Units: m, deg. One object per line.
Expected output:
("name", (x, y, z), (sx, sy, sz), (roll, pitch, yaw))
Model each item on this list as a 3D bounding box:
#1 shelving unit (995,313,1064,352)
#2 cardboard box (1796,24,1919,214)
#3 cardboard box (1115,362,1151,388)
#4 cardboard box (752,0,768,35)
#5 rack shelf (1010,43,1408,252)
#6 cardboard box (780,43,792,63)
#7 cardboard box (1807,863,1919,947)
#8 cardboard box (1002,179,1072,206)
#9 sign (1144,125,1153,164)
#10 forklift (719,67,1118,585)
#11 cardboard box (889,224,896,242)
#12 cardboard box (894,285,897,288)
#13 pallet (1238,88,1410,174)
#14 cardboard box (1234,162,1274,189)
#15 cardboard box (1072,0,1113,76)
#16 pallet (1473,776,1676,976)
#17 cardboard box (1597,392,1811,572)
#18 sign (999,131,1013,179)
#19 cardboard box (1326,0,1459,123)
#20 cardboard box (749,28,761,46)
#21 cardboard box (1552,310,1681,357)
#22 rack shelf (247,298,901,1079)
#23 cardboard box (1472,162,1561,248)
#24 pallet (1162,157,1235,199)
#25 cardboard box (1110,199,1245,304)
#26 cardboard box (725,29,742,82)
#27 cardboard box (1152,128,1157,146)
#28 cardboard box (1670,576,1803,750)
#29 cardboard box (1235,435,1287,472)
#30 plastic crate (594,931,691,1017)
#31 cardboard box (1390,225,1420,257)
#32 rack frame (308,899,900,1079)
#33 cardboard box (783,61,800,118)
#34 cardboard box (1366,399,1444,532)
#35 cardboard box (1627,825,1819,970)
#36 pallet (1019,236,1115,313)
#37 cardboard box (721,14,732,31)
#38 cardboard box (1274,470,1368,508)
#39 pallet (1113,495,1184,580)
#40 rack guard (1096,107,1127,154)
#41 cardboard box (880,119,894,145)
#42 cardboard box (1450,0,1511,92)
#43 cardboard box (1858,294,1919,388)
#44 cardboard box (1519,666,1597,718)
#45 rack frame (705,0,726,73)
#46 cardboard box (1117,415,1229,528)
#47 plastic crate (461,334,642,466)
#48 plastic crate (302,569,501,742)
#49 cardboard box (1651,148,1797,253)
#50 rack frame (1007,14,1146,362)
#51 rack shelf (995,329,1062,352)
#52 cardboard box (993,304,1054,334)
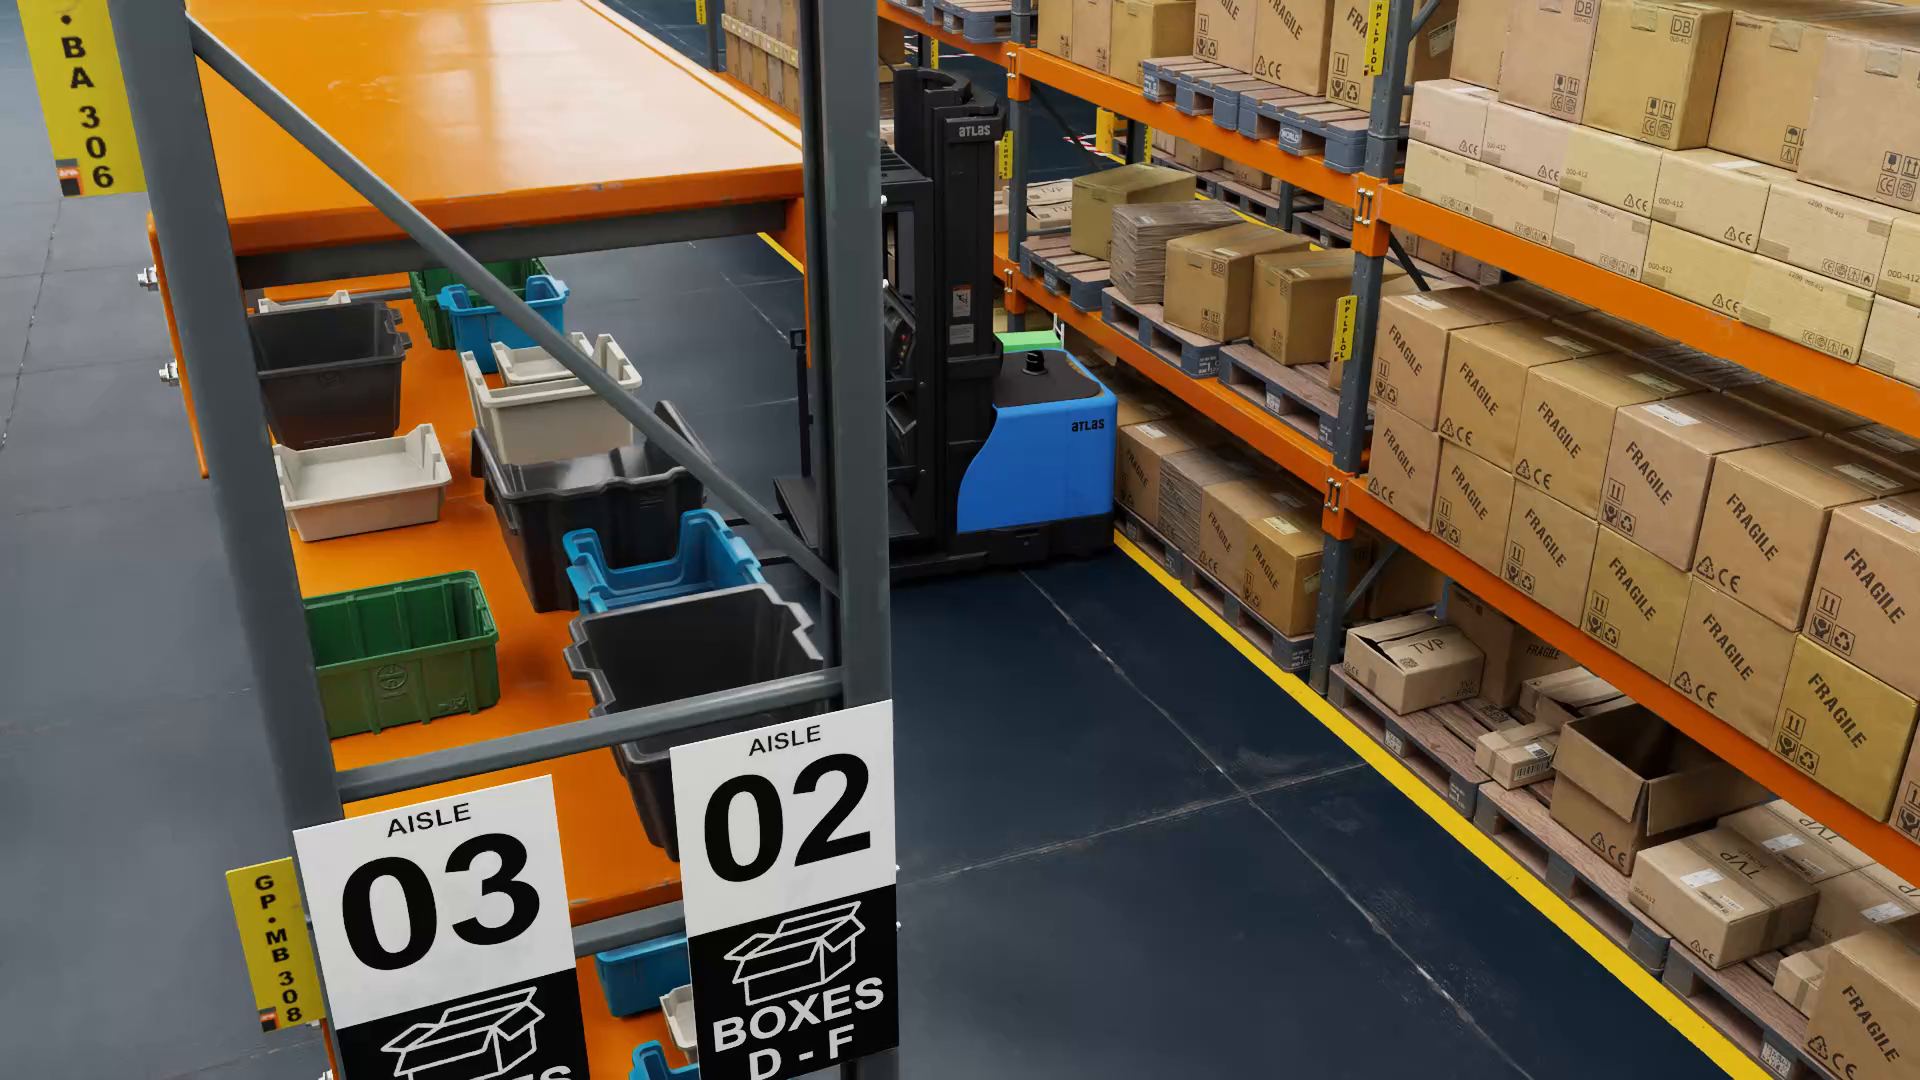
("shelving unit", (0.416, -0.907, 11.241), (0.503, 1.200, 0.258), (-4, 26, -9))
("cardboard box", (3.329, -1.439, 5.607), (0.700, 0.500, 0.500), (-11, 28, -21))
("cardboard box", (1.407, -0.960, 11.644), (0.500, 0.500, 0.500), (-9, 28, -19))
("cardboard box", (-1.708, -5.453, 16.907), (0.700, 0.500, 0.500), (-10, 28, -20))
("rack shelf", (1.608, -2.440, 9.729), (1.077, 0.370, 4.000), (-11, 28, -21))
("cardboard box", (-1.541, -4.759, 16.226), (0.380, 0.149, 0.250), (-10, 28, -19))
("cardboard box", (3.810, 1.575, 6.738), (0.500, 0.250, 0.500), (-11, 28, -21))
("cardboard box", (0.653, -2.577, 12.710), (0.500, 0.311, 0.500), (-11, 28, -21))
("sign", (1.320, -2.804, 11.845), (0.100, 0.325, 0.005), (-11, 28, -21))
("forklift", (-0.599, -1.237, 9.944), (3.031, 2.935, 1.130), (-8, 27, -15))
("cardboard box", (-0.618, -2.630, 14.733), (0.500, 0.311, 0.500), (-11, 28, -21))
("cardboard box", (-0.408, -2.170, 14.430), (0.500, 0.250, 0.500), (-11, 28, -22))
("pallet", (2.200, -2.146, 8.523), (1.213, 0.211, 1.003), (-11, 28, -21))
("cardboard box", (3.371, -4.176, 18.233), (0.500, 0.500, 0.500), (-13, 29, -24))
("cardboard box", (1.226, -3.239, 10.432), (0.910, 0.500, 0.500), (-11, 28, -21))
("pallet", (3.141, 1.416, 7.609), (1.003, 0.211, 1.213), (-11, 28, -21))
("cardboard box", (2.923, -0.239, 6.567), (0.500, 0.500, 0.500), (-10, 28, -19))
("sign", (0.315, -2.646, 11.431), (0.100, 0.325, 0.005), (-11, 28, -21))
("cardboard box", (2.262, -2.450, 8.224), (0.600, 0.600, 0.600), (-13, 29, -25))
("cardboard box", (-1.947, -5.177, 17.080), (0.380, 0.149, 0.250), (-12, 28, -22))
("cardboard box", (3.030, -0.736, 7.585), (0.500, 0.500, 0.500), (-11, 28, -22))
("rack shelf", (-1.385, 0.025, 4.682), (1.077, 0.370, 4.000), (-11, 28, -21))
("cardboard box", (2.546, -1.447, 7.046), (0.500, 0.250, 0.500), (-11, 28, -21))
("pallet", (3.037, -4.195, 19.102), (1.003, 0.211, 1.213), (-11, 28, -21))
("cardboard box", (1.357, -1.819, 10.464), (0.700, 0.500, 0.500), (-5, 27, -11))
("cardboard box", (-2.137, -5.306, 18.085), (0.700, 0.500, 0.500), (-11, 28, -21))
("cardboard box", (2.436, -4.999, 20.134), (0.500, 0.311, 0.500), (-14, 29, -26))
("cardboard box", (3.135, 0.417, 6.363), (0.500, 0.500, 0.500), (-10, 28, -20))
("cardboard box", (2.034, -0.660, 10.176), (0.500, 0.250, 0.500), (-11, 28, -20))
("plastic crate", (-0.911, 1.217, 4.960), (0.416, 0.233, 0.300), (-11, 28, -21))
("cardboard box", (4.529, -3.057, 15.940), (0.700, 0.500, 0.500), (-10, 28, -20))
("rack frame", (-0.602, 1.857, 3.528), (1.000, 3.000, 0.127), (-11, 28, -21))
("cardboard box", (-1.327, -4.475, 16.383), (0.700, 0.500, 0.500), (-10, 28, -20))
("cardboard box", (2.340, -0.400, 8.036), (0.500, 0.500, 0.500), (-10, 28, -19))
("cardboard box", (3.173, 1.479, 6.934), (0.500, 0.250, 0.500), (-11, 28, -21))
("pallet", (1.155, -1.875, 11.389), (1.213, 0.211, 1.003), (-11, 28, -21))
("cardboard box", (-2.353, -5.593, 17.933), (0.380, 0.149, 0.250), (-11, 28, -21))
("cardboard box", (2.207, -0.133, 9.950), (0.500, 0.500, 0.500), (-10, 28, -20))
("pallet", (1.556, -0.170, 10.857), (1.003, 0.211, 1.213), (-11, 28, -21))
("rack guard", (2.278, -5.151, 20.730), (1.175, 0.500, 0.348), (-11, 28, -21))
("cardboard box", (-0.509, -3.579, 14.832), (0.500, 0.250, 0.500), (-9, 27, -17))
("cardboard box", (2.617, -2.260, 7.288), (0.700, 0.500, 0.500), (-11, 28, -21))
("cardboard box", (3.328, -0.639, 5.392), (0.500, 0.250, 0.500), (-11, 28, -21))
("cardboard box", (3.077, 0.798, 8.444), (0.380, 0.149, 0.250), (-11, 28, -21))
("rack frame", (-2.308, -5.452, 18.498), (1.000, 3.000, 0.127), (-11, 28, -21))
("cardboard box", (1.351, -0.440, 10.581), (0.500, 0.500, 0.500), (-12, 28, -22))
("plastic crate", (-1.186, -0.386, 4.837), (0.437, 0.282, 0.530), (-11, 28, -21))
("plastic crate", (-1.251, 0.255, 3.632), (0.450, 0.188, 0.336), (-11, 28, -21))
("cardboard box", (2.931, -1.267, 6.108), (0.500, 0.250, 0.500), (-11, 28, -21))
("rack frame", (0.825, -2.222, 11.883), (1.000, 3.000, 0.127), (-11, 28, -21))
("rack shelf", (0.416, -1.281, 11.058), (0.480, 0.148, 0.258), (-4, 26, -9))
("cardboard box", (0.393, -1.597, 12.617), (0.500, 0.311, 0.500), (-10, 28, -19))
